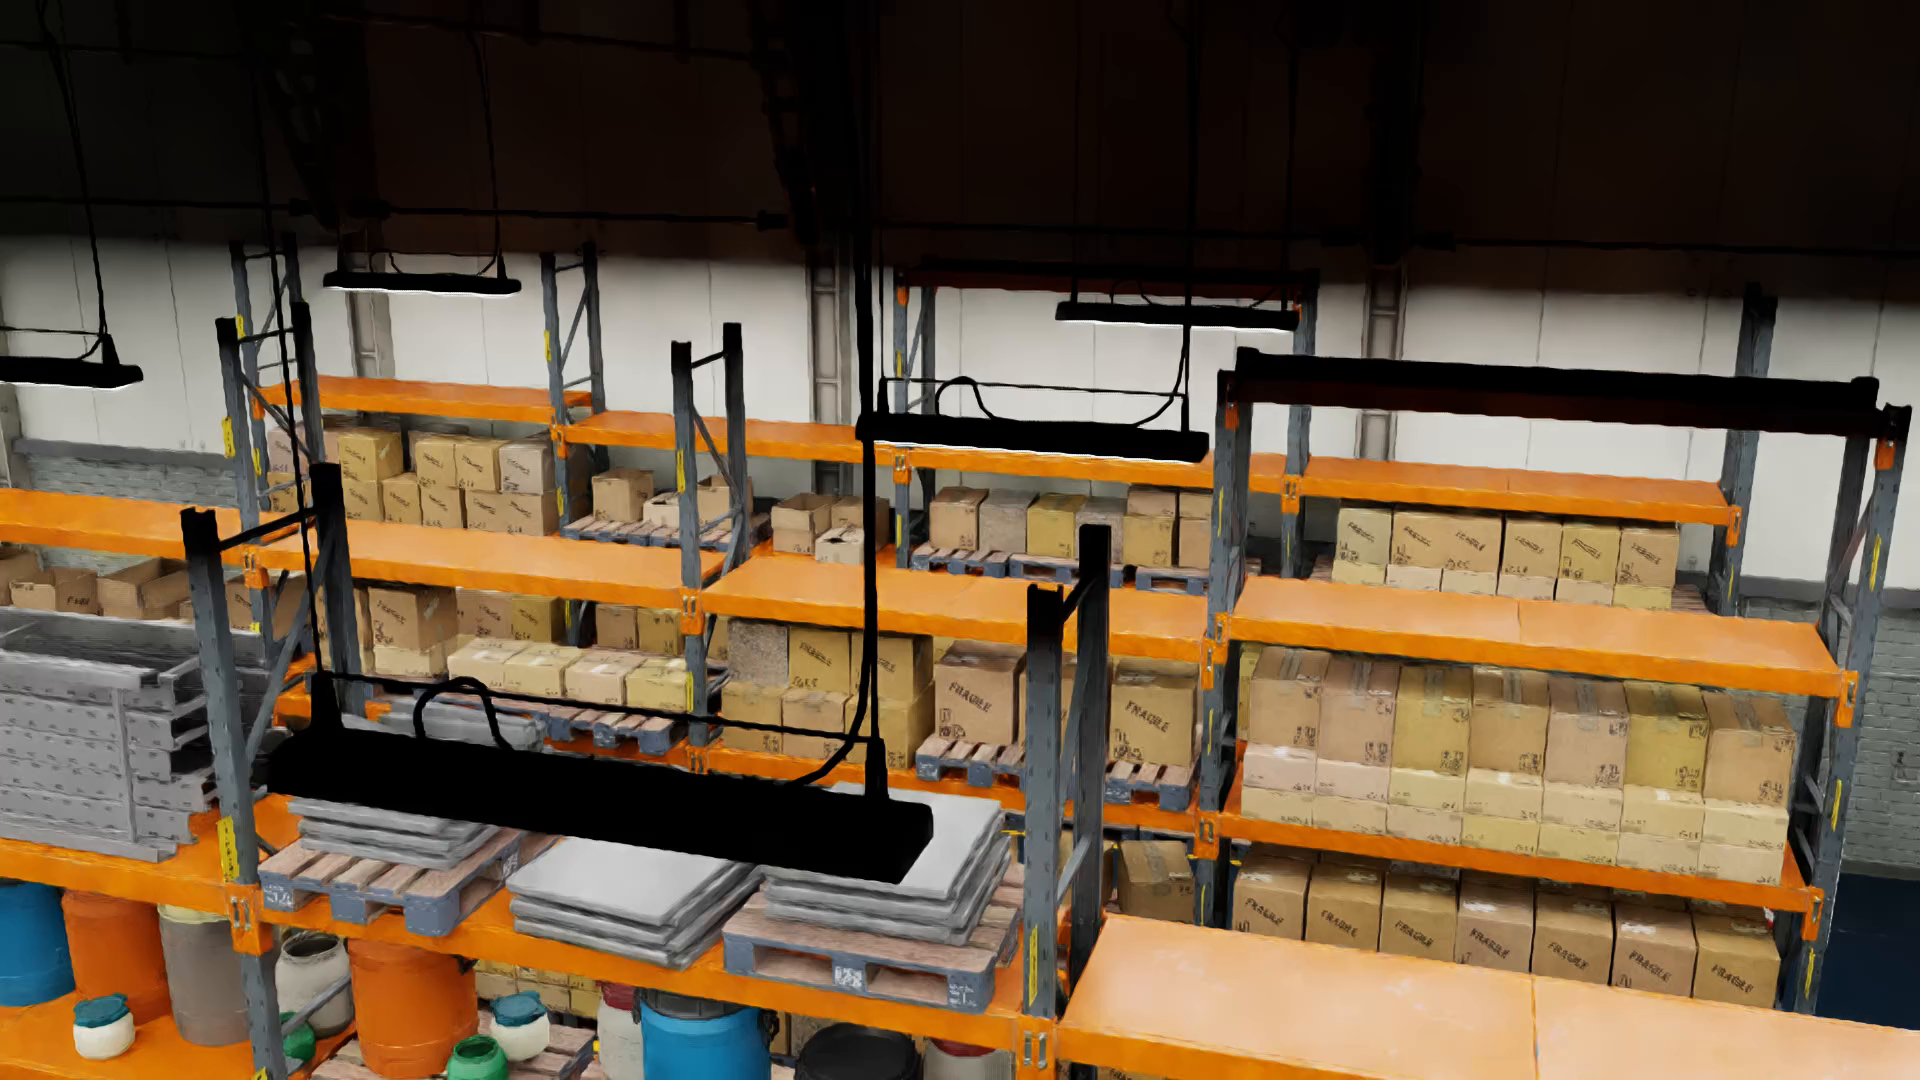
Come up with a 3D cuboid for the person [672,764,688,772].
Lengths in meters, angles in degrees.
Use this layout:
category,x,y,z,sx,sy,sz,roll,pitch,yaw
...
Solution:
category,x,y,z,sx,sy,sz,roll,pitch,yaw
person,-2.490,2.864,15.904,0.512,1.632,0.639,4,17,14
